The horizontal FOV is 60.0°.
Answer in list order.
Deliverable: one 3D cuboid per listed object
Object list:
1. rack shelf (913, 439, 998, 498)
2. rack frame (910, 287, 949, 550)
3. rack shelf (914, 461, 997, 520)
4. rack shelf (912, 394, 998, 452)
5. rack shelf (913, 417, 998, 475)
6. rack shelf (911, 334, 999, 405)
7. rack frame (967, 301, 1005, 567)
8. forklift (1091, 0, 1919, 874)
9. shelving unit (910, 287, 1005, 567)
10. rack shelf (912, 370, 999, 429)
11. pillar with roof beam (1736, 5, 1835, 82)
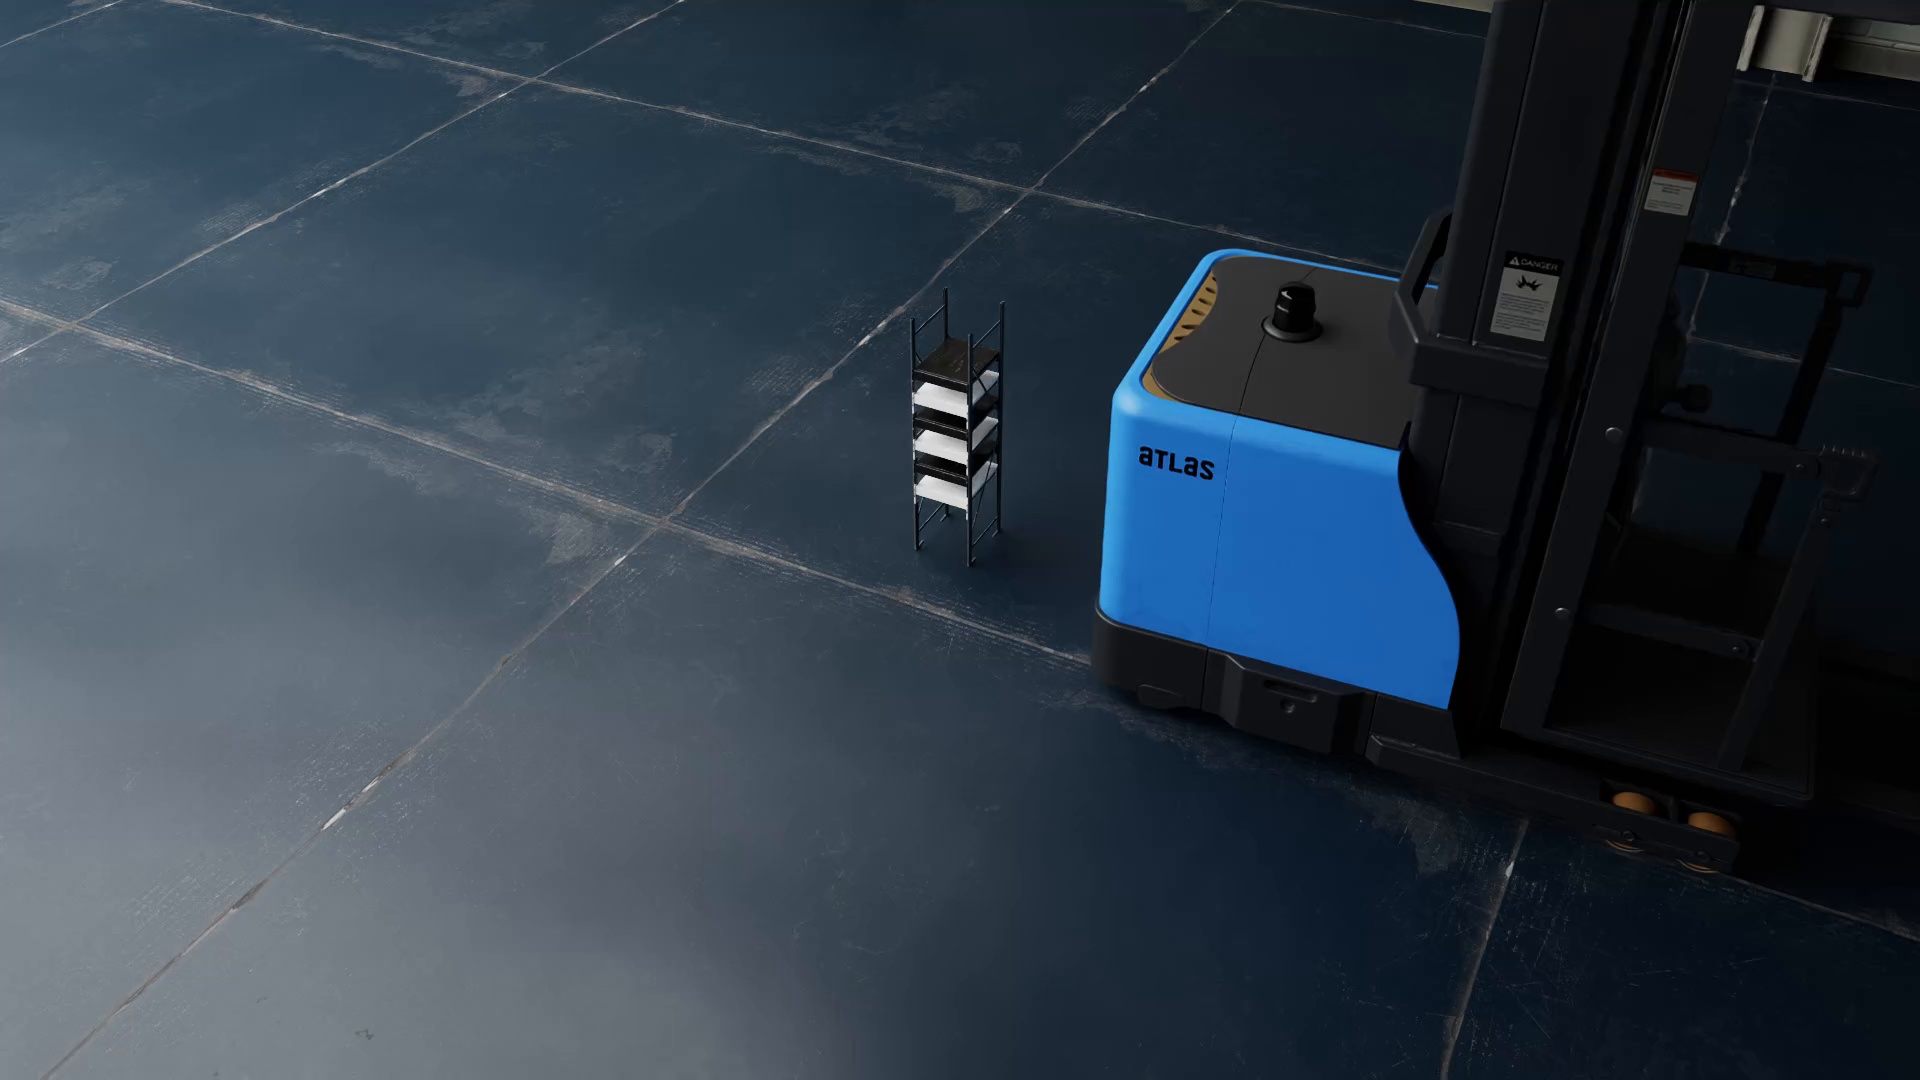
[{"bbox_3d":[-0.007,-0.262,5.555,0.200,0.077,0.258,17,41,21],"label":"rack shelf"},{"bbox_3d":[-0.097,-0.389,5.518,0.006,0.900,0.240,17,41,21],"label":"rack frame"},{"bbox_3d":[-0.007,-0.191,5.610,0.200,0.077,0.258,17,41,21],"label":"rack shelf"},{"bbox_3d":[-0.007,-0.406,5.447,0.200,0.077,0.258,17,41,21],"label":"rack shelf"},{"bbox_3d":[-0.007,-0.334,5.501,0.200,0.077,0.258,17,41,21],"label":"rack shelf"},{"bbox_3d":[-0.007,-0.549,5.338,0.200,0.077,0.258,17,41,21],"label":"rack shelf"},{"bbox_3d":[0.083,-0.332,5.444,0.006,0.900,0.240,17,41,21],"label":"rack frame"},{"bbox_3d":[1.969,-0.624,4.148,3.031,2.935,1.130,14,40,18],"label":"forklift"},{"bbox_3d":[-0.007,-0.361,5.481,0.210,0.900,0.258,17,41,21],"label":"shelving unit"},{"bbox_3d":[-0.007,-0.478,5.392,0.200,0.077,0.258,17,41,21],"label":"rack shelf"},{"bbox_3d":[2.545,-3.894,3.437,0.400,9.000,9.100,17,41,21],"label":"pillar with roof beam"}]
